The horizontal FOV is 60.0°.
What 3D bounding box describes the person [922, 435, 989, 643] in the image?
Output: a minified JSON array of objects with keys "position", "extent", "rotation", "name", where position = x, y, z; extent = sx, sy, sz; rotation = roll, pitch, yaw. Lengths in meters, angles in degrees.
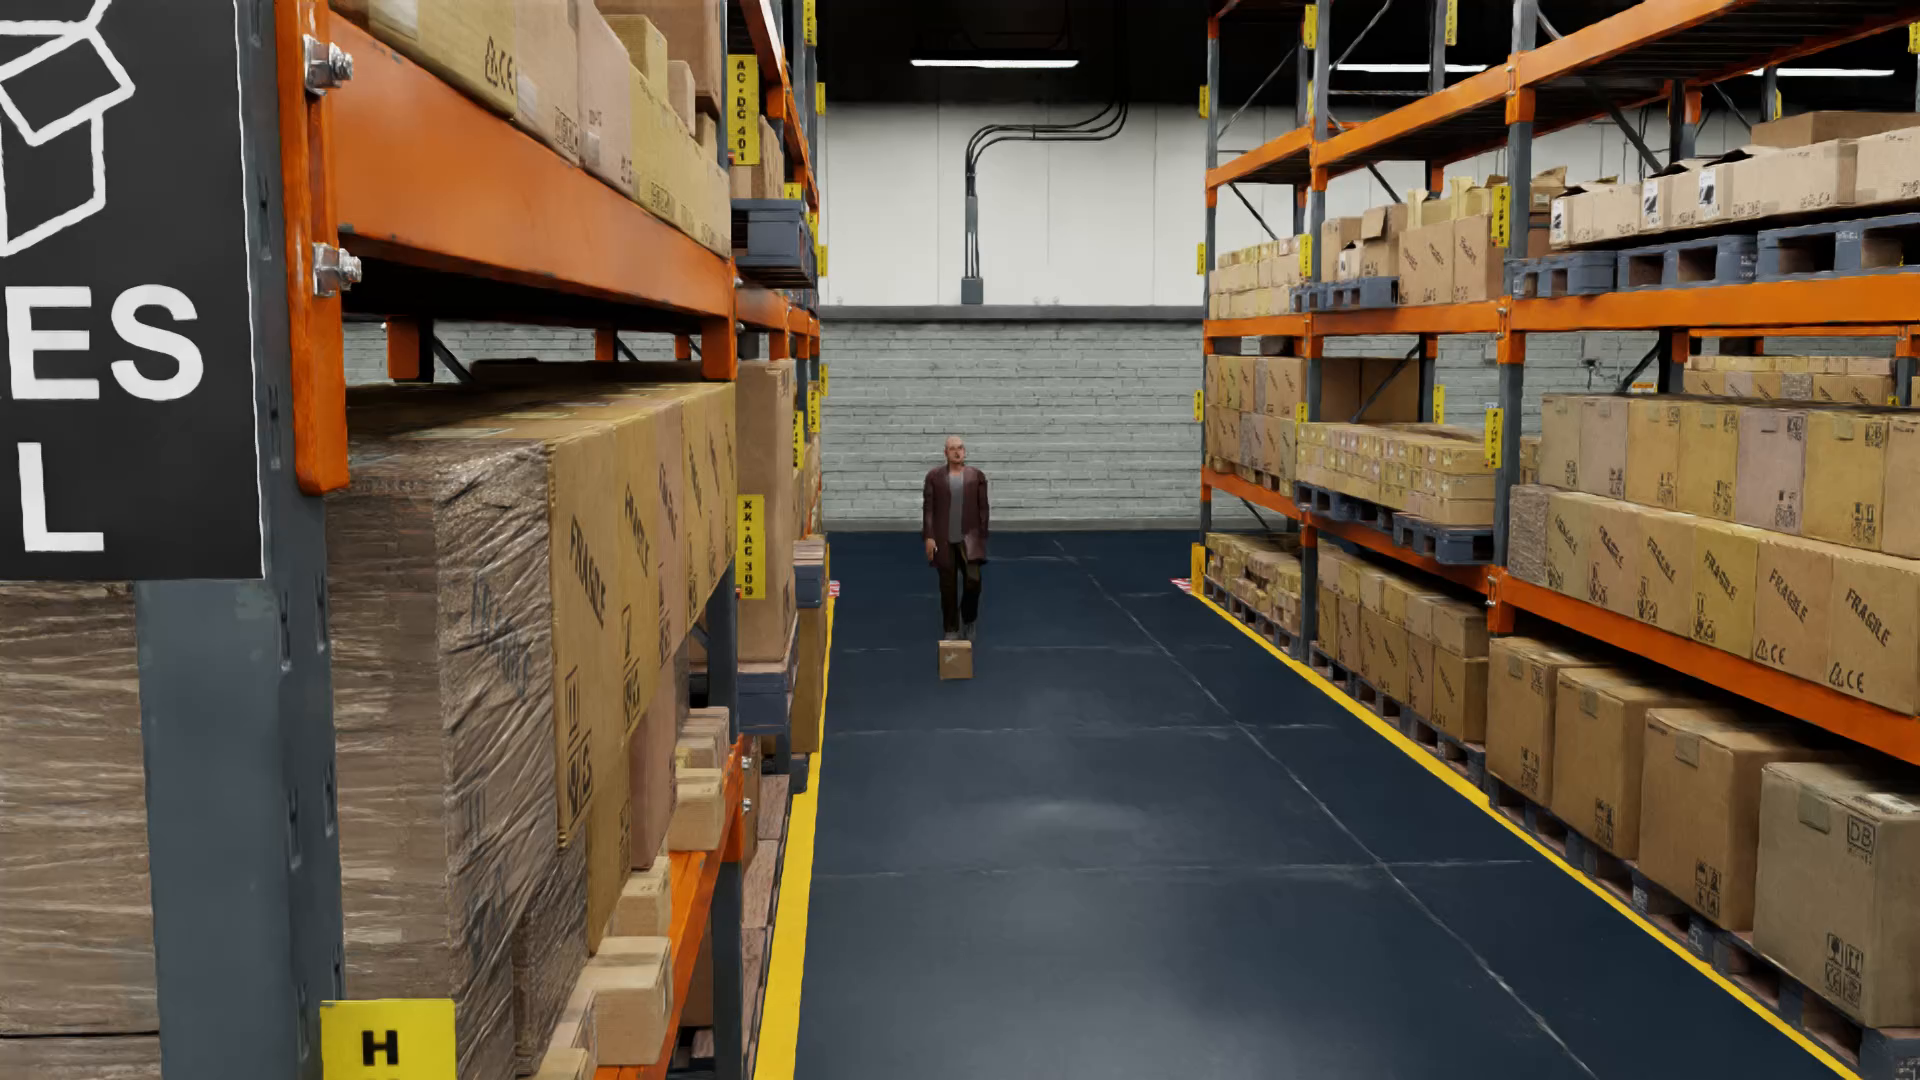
[{"position":[-0.036,0.006,14.114],"extent":[0.571,1.783,0.518],"rotation":[0,7,0],"name":"person"}]
